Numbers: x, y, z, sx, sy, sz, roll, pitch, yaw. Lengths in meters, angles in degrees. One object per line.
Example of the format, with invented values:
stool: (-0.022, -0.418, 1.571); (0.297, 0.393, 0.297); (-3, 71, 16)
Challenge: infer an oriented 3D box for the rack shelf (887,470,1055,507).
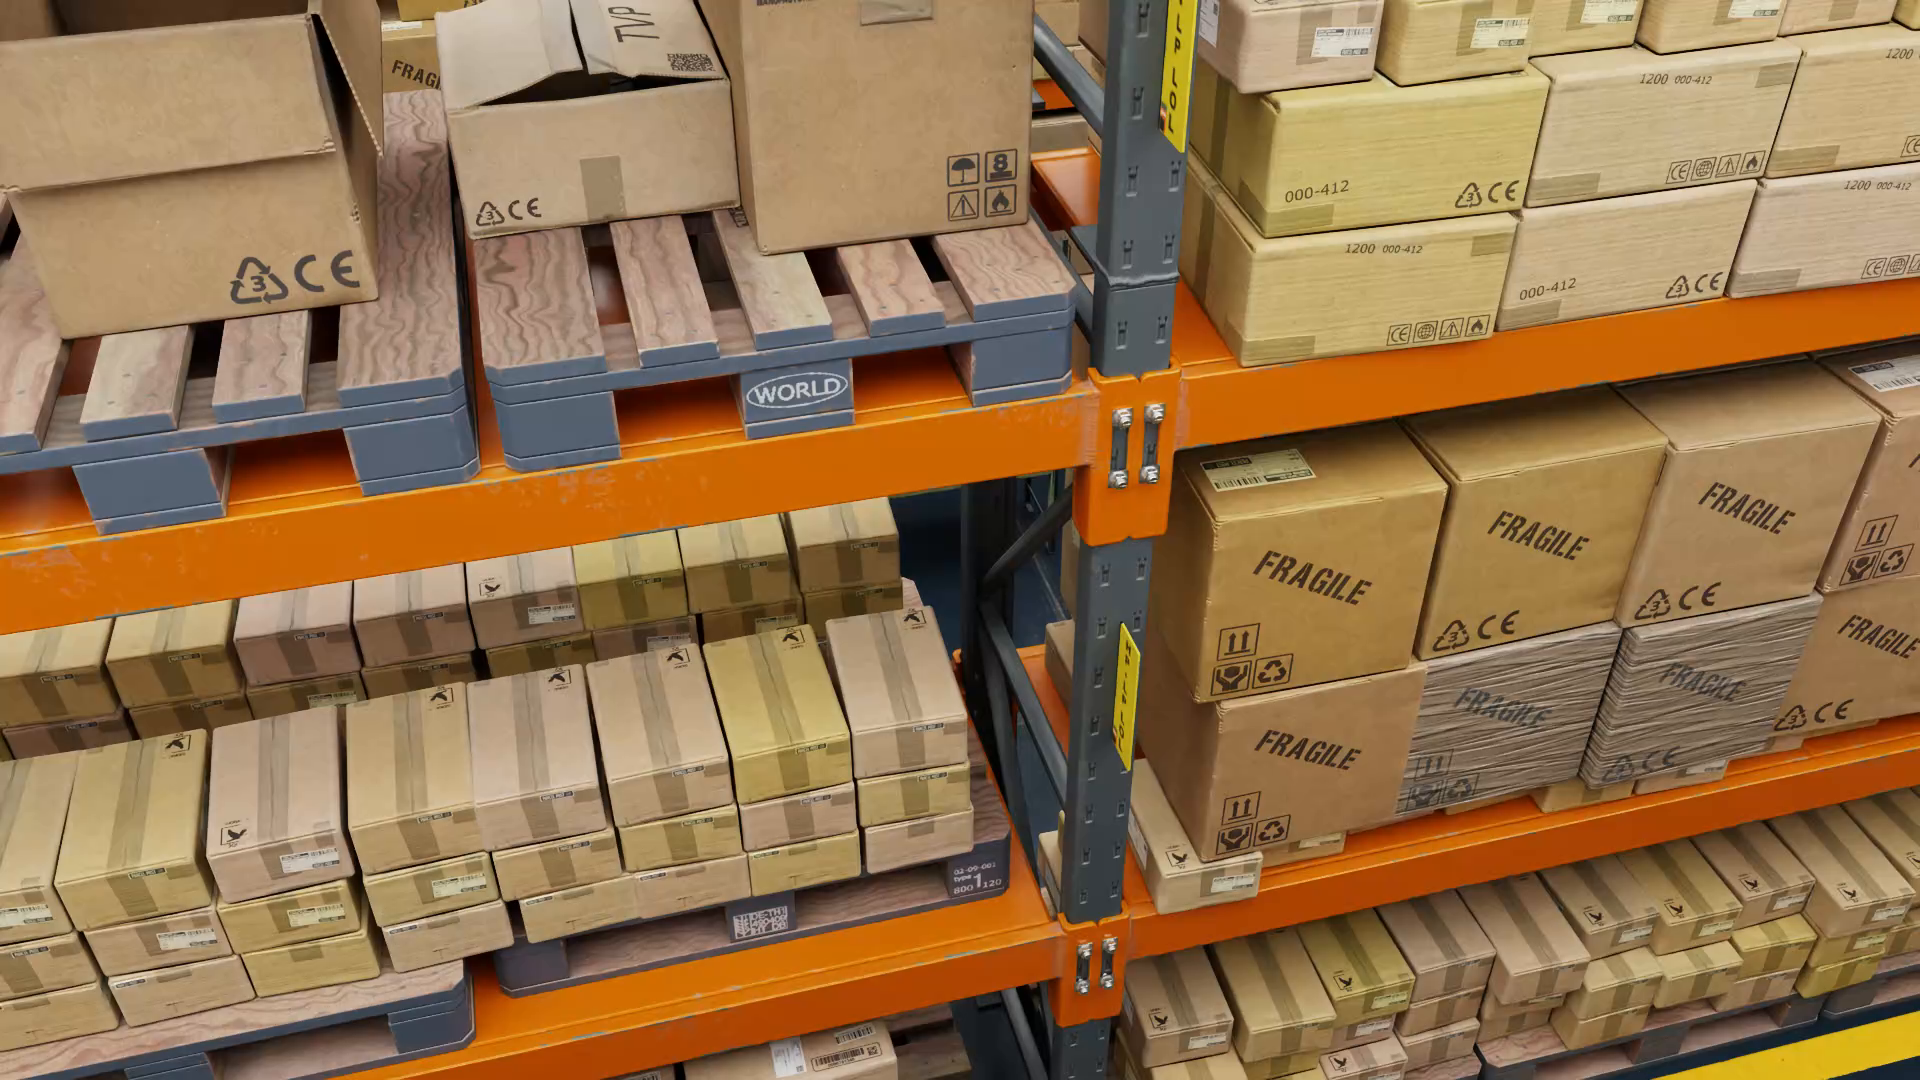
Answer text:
rack shelf: (-0.006, -0.336, 6.991); (0.720, 0.370, 0.431); (-9, 38, -12)

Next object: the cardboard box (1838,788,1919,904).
cardboard box: (2.867, 0.913, 5.099); (0.250, 0.149, 0.380); (-11, 39, -14)

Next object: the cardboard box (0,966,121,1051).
cardboard box: (-1.907, 0.862, 3.515); (0.250, 0.149, 0.380); (-9, 38, -11)

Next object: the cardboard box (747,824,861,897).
cardboard box: (-0.392, 0.613, 3.841); (0.250, 0.149, 0.380); (-9, 38, -12)

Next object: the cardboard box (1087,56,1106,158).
cardboard box: (0.594, -0.909, 3.624); (0.500, 0.250, 0.500); (-8, 38, -11)

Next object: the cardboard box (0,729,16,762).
cardboard box: (-2.319, 0.398, 3.877); (0.250, 0.149, 0.380); (-10, 38, -12)

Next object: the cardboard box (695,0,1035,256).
cardboard box: (-0.204, -0.943, 3.117); (0.500, 0.500, 0.700); (-9, 38, -12)

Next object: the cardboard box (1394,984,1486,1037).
cardboard box: (1.332, 1.243, 4.912); (0.250, 0.149, 0.380); (-11, 39, -14)

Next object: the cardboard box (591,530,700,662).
cardboard box: (-0.808, 0.150, 4.201); (0.250, 0.149, 0.380); (-8, 38, -11)

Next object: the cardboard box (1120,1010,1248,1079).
cardboard box: (0.624, 1.437, 4.659); (0.250, 0.149, 0.380); (-8, 38, -10)

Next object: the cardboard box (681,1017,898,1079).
cardboard box: (-0.462, 1.254, 4.237); (0.500, 0.250, 0.500); (-10, 39, -13)

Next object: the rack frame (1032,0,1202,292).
rack frame: (0.191, -1.924, 2.358); (0.127, 3.000, 1.000); (-9, 38, -12)

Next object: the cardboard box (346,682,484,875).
cardboard box: (-1.146, 0.495, 3.505); (0.250, 0.149, 0.380); (-11, 39, -13)

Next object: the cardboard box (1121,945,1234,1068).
cardboard box: (0.578, 1.255, 4.651); (0.250, 0.149, 0.380); (-8, 38, -10)

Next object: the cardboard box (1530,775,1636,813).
cardboard box: (1.548, 0.507, 4.325); (0.250, 0.149, 0.380); (-9, 38, -11)

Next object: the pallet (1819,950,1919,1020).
pallet: (3.186, 1.053, 5.700); (1.213, 0.211, 1.003); (-9, 38, -12)

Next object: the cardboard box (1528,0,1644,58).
cardboard box: (1.034, -1.030, 3.043); (0.250, 0.149, 0.380); (-10, 38, -12)

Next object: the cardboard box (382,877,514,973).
cardboard box: (-1.142, 0.738, 3.677); (0.250, 0.149, 0.380); (-11, 39, -14)

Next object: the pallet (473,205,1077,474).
pallet: (-0.433, -0.622, 3.280); (1.003, 0.211, 1.213); (-9, 38, -12)

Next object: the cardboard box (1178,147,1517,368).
cardboard box: (0.707, -0.591, 3.208); (0.500, 0.250, 0.500); (-7, 38, -10)

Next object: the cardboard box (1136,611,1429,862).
cardboard box: (0.735, 0.371, 3.969); (0.500, 0.500, 0.500); (-10, 39, -13)

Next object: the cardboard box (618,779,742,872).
cardboard box: (-0.636, 0.533, 3.701); (0.250, 0.149, 0.380); (-8, 38, -10)

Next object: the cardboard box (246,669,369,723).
cardboard box: (-1.575, 0.277, 4.035); (0.250, 0.149, 0.380); (-10, 39, -13)

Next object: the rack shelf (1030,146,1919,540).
rack shelf: (2.122, -0.763, 3.902); (4.000, 0.370, 1.077); (-9, 38, -12)

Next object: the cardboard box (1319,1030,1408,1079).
cardboard box: (1.110, 1.444, 4.895); (0.250, 0.149, 0.380); (-9, 38, -12)

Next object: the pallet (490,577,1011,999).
pallet: (-0.585, 0.571, 4.192); (1.213, 0.211, 1.003); (-9, 38, -12)

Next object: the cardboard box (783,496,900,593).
cardboard box: (-0.309, -0.051, 4.220); (0.250, 0.149, 0.380); (-7, 38, -10)

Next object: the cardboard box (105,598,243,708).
cardboard box: (-1.817, 0.199, 3.893); (0.250, 0.149, 0.380); (-8, 38, -11)

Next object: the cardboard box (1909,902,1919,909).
cardboard box: (2.830, 0.990, 5.244); (0.250, 0.149, 0.380); (-10, 38, -12)

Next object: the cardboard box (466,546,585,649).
cardboard box: (-1.067, 0.073, 4.057); (0.250, 0.149, 0.380); (-10, 38, -13)

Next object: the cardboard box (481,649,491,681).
cardboard box: (-1.306, 0.349, 4.186); (0.250, 0.149, 0.380); (-11, 39, -14)

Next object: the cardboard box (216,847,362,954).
cardboard box: (-1.413, 0.664, 3.530); (0.250, 0.149, 0.380); (-9, 38, -12)

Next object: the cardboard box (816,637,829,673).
cardboard box: (-0.309, 0.185, 4.401); (0.250, 0.149, 0.380); (-11, 39, -14)

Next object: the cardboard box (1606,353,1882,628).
cardboard box: (1.681, -0.177, 3.863); (0.500, 0.500, 0.500); (-9, 38, -11)

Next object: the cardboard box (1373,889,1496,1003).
cardboard box: (1.336, 1.123, 4.824); (0.250, 0.149, 0.380); (-10, 39, -13)

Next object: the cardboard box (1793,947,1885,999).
cardboard box: (2.635, 1.212, 5.197); (0.250, 0.149, 0.380); (-11, 39, -14)

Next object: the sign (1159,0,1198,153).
sign: (0.339, -0.769, 2.568); (0.005, 0.325, 0.100); (-9, 38, -12)

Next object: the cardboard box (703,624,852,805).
cardboard box: (-0.405, 0.377, 3.660); (0.250, 0.149, 0.380); (-10, 39, -13)

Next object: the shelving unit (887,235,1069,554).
shelving unit: (-0.006, -0.595, 6.793); (0.755, 1.500, 0.431); (-9, 38, -12)

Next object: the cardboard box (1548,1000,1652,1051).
cardboard box: (1.868, 1.326, 5.048); (0.250, 0.149, 0.380); (-10, 39, -13)

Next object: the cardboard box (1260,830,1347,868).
cardboard box: (0.780, 0.622, 4.175); (0.250, 0.149, 0.380); (-8, 38, -11)

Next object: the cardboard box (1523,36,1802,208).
cardboard box: (1.201, -0.883, 3.178); (0.500, 0.250, 0.500); (-9, 38, -12)

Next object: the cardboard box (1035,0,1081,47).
cardboard box: (0.497, -2.607, 8.067); (0.500, 0.250, 0.500); (-8, 38, -11)

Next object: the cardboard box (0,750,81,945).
cardboard box: (-1.906, 0.621, 3.341); (0.250, 0.149, 0.380); (-8, 38, -11)

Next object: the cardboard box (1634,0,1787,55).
cardboard box: (1.297, -1.045, 3.062); (0.250, 0.149, 0.380); (-10, 39, -13)

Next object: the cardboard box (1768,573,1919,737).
cardboard box: (2.216, 0.127, 4.288); (0.500, 0.500, 0.500); (-7, 38, -10)

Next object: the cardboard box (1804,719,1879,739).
cardboard box: (2.293, 0.347, 4.535); (0.250, 0.149, 0.380); (-9, 38, -11)

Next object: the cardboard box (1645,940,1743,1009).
cardboard box: (2.109, 1.187, 4.986); (0.250, 0.149, 0.380); (-9, 38, -11)

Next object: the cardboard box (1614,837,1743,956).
cardboard box: (2.093, 1.023, 4.955); (0.250, 0.149, 0.380); (-9, 38, -12)
